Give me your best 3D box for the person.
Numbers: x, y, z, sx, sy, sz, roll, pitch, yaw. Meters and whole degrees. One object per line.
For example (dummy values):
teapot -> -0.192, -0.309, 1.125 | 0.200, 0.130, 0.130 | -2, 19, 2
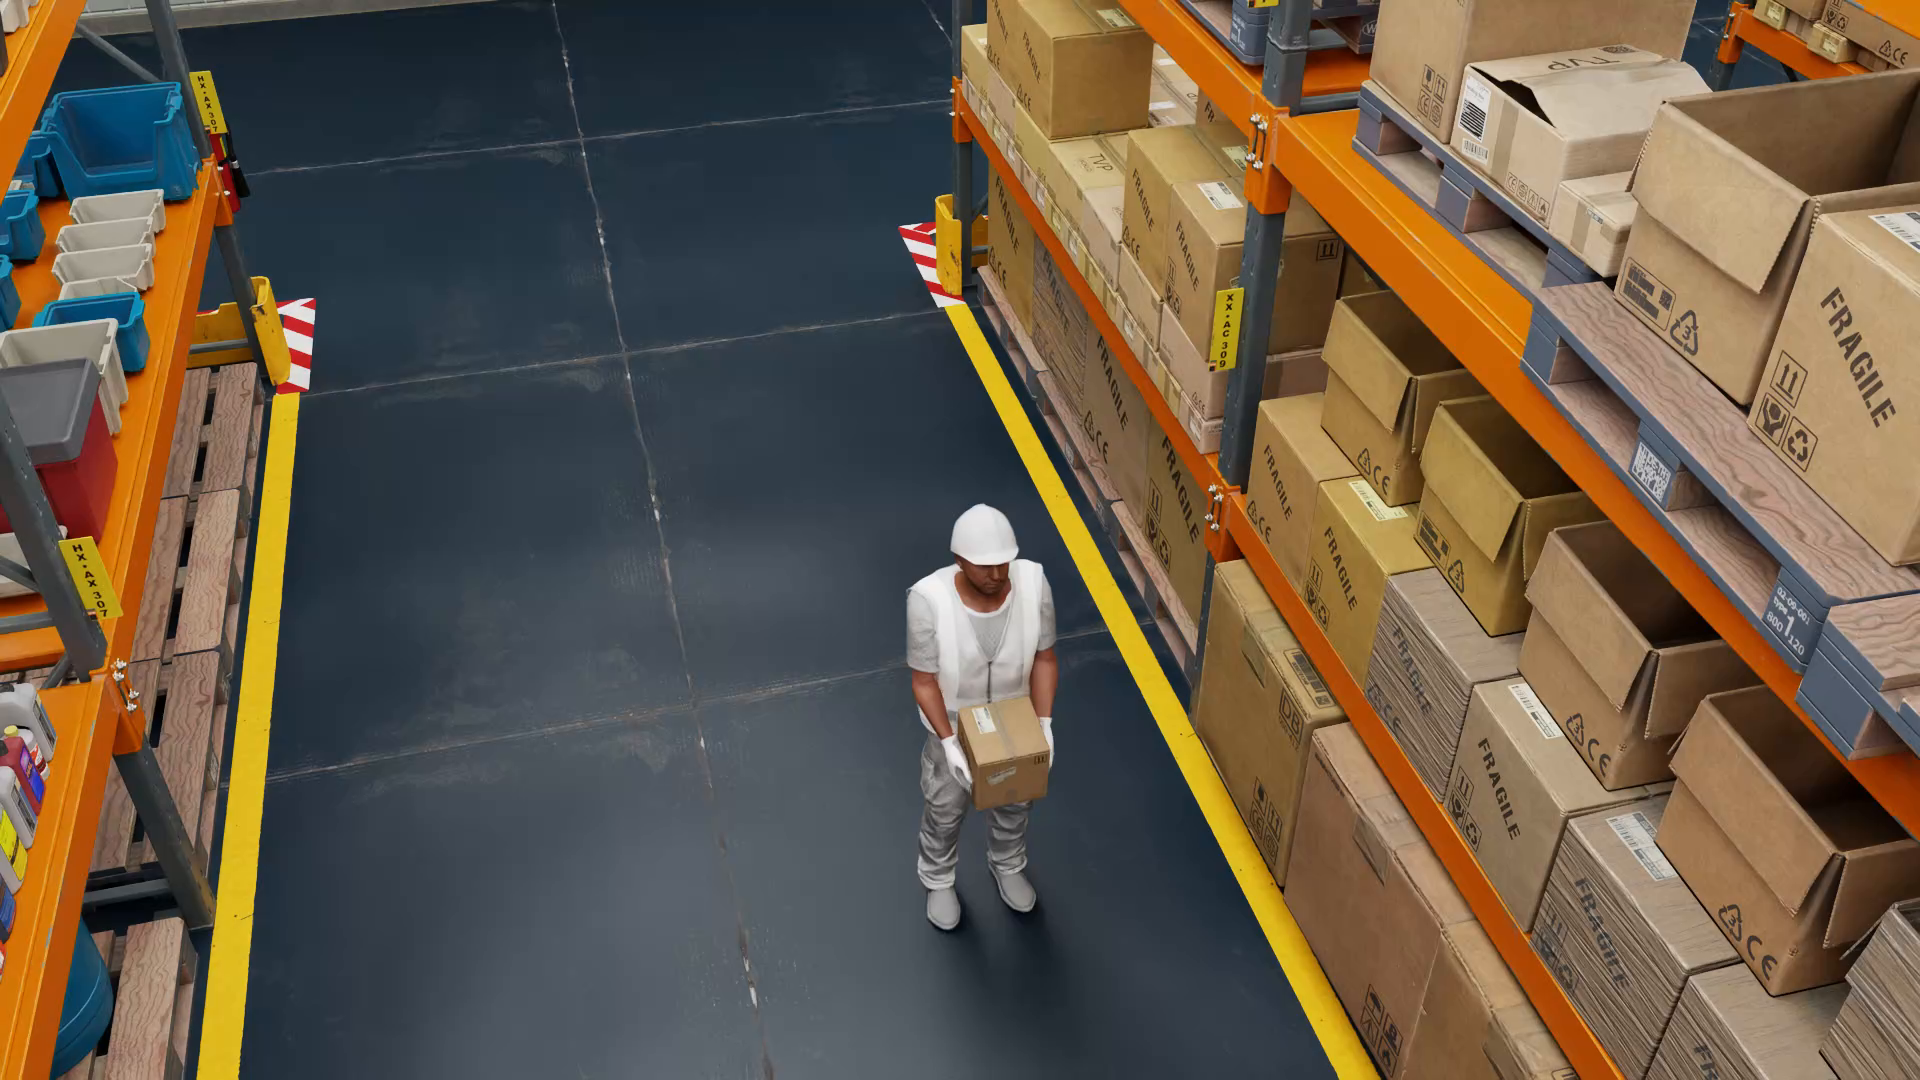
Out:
person -> 0.097, 0.675, 5.827 | 0.532, 1.789, 0.541 | -10, 39, -12
